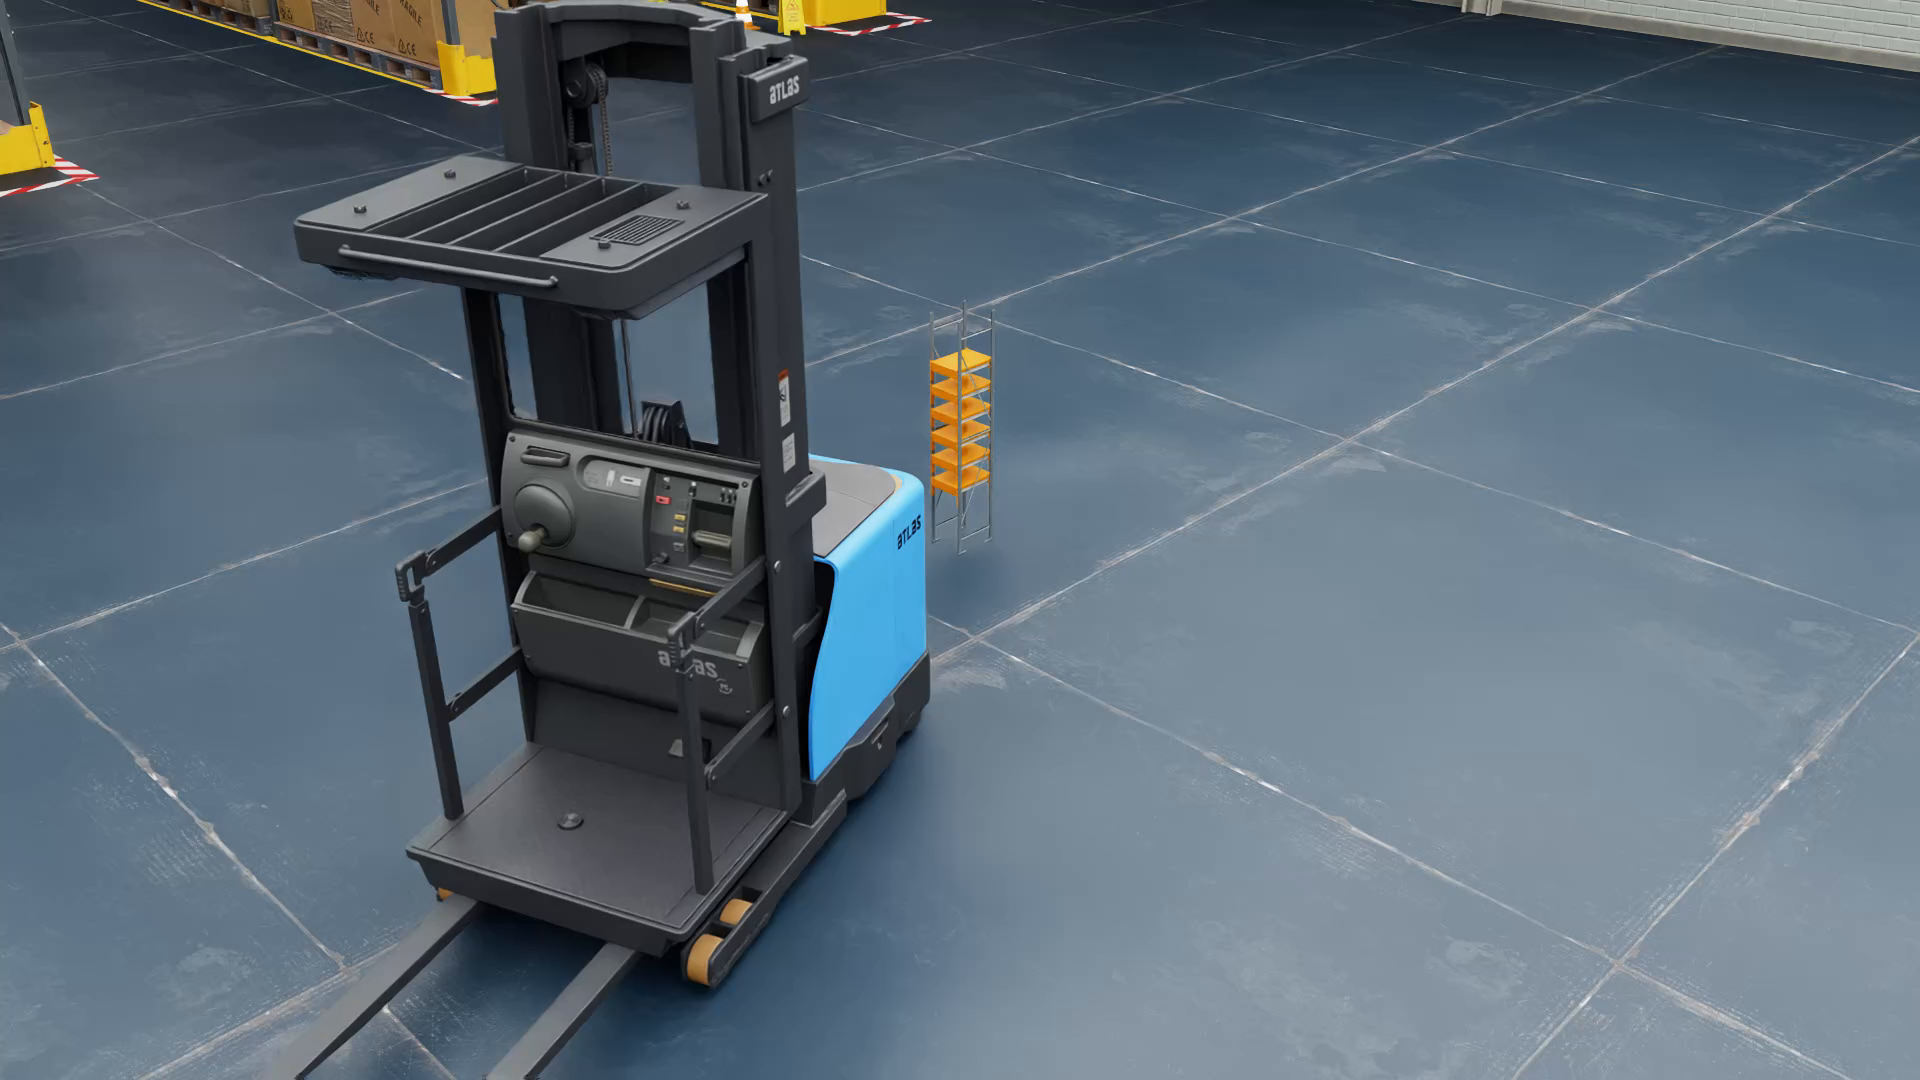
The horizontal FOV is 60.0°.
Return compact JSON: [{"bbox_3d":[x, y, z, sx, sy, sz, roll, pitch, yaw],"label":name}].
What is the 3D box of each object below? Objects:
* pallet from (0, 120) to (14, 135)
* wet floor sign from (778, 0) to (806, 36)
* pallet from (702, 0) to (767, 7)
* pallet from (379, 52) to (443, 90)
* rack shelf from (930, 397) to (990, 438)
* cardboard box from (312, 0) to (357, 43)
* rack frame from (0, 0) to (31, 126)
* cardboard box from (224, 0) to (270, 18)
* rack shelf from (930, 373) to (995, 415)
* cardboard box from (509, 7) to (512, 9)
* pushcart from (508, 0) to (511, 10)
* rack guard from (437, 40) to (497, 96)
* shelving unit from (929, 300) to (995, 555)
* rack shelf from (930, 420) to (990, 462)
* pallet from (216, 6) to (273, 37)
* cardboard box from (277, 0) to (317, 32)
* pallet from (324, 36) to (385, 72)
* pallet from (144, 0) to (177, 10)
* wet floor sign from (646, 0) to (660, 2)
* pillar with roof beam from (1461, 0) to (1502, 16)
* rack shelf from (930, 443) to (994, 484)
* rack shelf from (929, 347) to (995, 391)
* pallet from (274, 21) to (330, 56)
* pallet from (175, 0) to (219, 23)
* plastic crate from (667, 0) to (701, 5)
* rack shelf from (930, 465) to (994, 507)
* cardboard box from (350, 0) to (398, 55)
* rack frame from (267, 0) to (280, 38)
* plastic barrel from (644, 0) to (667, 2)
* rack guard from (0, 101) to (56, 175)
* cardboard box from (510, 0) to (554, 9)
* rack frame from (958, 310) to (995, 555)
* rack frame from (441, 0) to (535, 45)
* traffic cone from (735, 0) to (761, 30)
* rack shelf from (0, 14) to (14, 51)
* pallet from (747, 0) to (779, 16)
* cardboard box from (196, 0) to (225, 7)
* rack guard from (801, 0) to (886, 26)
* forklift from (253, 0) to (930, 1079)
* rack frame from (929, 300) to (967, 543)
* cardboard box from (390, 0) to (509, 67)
[{"bbox_3d":[-8.924,-3.493,14.666,1.213,0.211,1.003,25,36,38],"label":"pallet"},{"bbox_3d":[-1.982,-6.255,19.453,0.267,0.644,0.232,-13,30,-22],"label":"wet floor sign"},{"bbox_3d":[-2.842,-7.180,21.678,1.213,0.211,1.003,25,36,38],"label":"pallet"},{"bbox_3d":[-5.391,-5.039,17.607,1.213,0.211,1.003,25,36,38],"label":"pallet"},{"bbox_3d":[0.010,-0.593,7.927,0.180,0.103,0.258,25,36,38],"label":"rack shelf"},{"bbox_3d":[-6.573,-6.068,18.399,0.875,0.875,0.875,25,37,39],"label":"cardboard box"},{"bbox_3d":[-8.315,-4.426,13.444,0.127,3.000,1.000,25,36,38],"label":"rack frame"},{"bbox_3d":[-8.124,-6.707,19.748,0.750,0.750,1.050,24,36,38],"label":"cardboard box"},{"bbox_3d":[0.010,-0.699,7.871,0.180,0.103,0.258,25,36,38],"label":"rack shelf"},{"bbox_3d":[-5.101,-6.184,19.726,0.396,0.266,0.258,-18,33,-31],"label":"cardboard box"},{"bbox_3d":[-5.783,-7.086,21.321,0.936,0.377,1.648,12,30,22],"label":"pushcart"},{"bbox_3d":[-4.749,-4.925,17.078,0.348,0.500,1.175,25,36,38],"label":"rack guard"},{"bbox_3d":[0.010,-0.526,7.962,0.189,1.200,0.258,25,36,38],"label":"shelving unit"},{"bbox_3d":[0.010,-0.487,7.982,0.180,0.103,0.258,25,36,38],"label":"rack shelf"},{"bbox_3d":[-8.221,-6.336,20.074,1.213,0.211,1.003,25,36,38],"label":"pallet"},{"bbox_3d":[-7.219,-6.361,18.956,0.875,0.875,0.875,-25,36,-38],"label":"cardboard box"},{"bbox_3d":[-6.256,-5.437,18.364,1.213,0.211,1.003,25,36,38],"label":"pallet"},{"bbox_3d":[-9.961,-7.133,21.588,1.213,0.211,1.003,25,36,38],"label":"pallet"},{"bbox_3d":[-3.357,-5.644,18.291,0.232,0.644,0.267,18,33,30],"label":"wet floor sign"},{"bbox_3d":[3.506,-9.158,15.998,0.400,9.000,9.100,25,36,38],"label":"pillar with roof beam"},{"bbox_3d":[0.010,-0.381,8.038,0.180,0.103,0.258,25,36,38],"label":"rack shelf"},{"bbox_3d":[0.010,-0.806,7.815,0.180,0.103,0.258,25,36,38],"label":"rack shelf"},{"bbox_3d":[-7.131,-5.836,19.121,1.213,0.211,1.003,25,36,38],"label":"pallet"},{"bbox_3d":[-9.095,-6.735,20.831,1.213,0.211,1.003,25,36,38],"label":"pallet"},{"bbox_3d":[-3.675,-6.943,21.368,0.583,0.080,0.402,12,30,22],"label":"plastic crate"},{"bbox_3d":[0.010,-0.275,8.094,0.180,0.103,0.258,25,36,38],"label":"rack shelf"},{"bbox_3d":[-5.925,-5.770,17.832,0.875,0.875,0.875,24,36,38],"label":"cardboard box"},{"bbox_3d":[-7.618,-7.344,18.994,0.127,3.000,1.000,25,36,38],"label":"rack frame"},{"bbox_3d":[-3.902,-6.746,20.624,0.512,0.421,0.421,-3,28,-5],"label":"plastic barrel"},{"bbox_3d":[-8.369,-3.344,14.073,0.348,0.500,1.175,25,36,38],"label":"rack guard"},{"bbox_3d":[-5.067,-6.705,20.315,0.503,0.637,0.797,25,36,38],"label":"cardboard box"},{"bbox_3d":[0.076,-0.496,7.905,0.006,1.200,0.240,25,36,38],"label":"rack frame"},{"bbox_3d":[-4.766,-6.039,16.511,0.127,3.000,1.000,25,36,38],"label":"rack frame"},{"bbox_3d":[-2.578,-6.304,19.741,0.334,0.463,0.336,25,36,38],"label":"traffic cone"},{"bbox_3d":[-9.741,-4.760,14.852,4.000,0.370,1.077,25,36,38],"label":"rack shelf"},{"bbox_3d":[-1.976,-6.782,20.921,1.213,0.211,1.003,25,36,38],"label":"pallet"},{"bbox_3d":[-8.809,-7.023,20.349,0.750,0.750,1.050,25,36,38],"label":"cardboard box"},{"bbox_3d":[-1.422,-6.633,20.327,0.348,0.500,1.175,25,36,38],"label":"rack guard"},{"bbox_3d":[-1.169,-0.059,5.214,1.130,2.935,3.031,11,30,20],"label":"forklift"},{"bbox_3d":[-0.055,-0.556,8.019,0.006,1.200,0.240,25,36,38],"label":"rack frame"},{"bbox_3d":[-5.296,-5.484,17.287,0.875,0.875,0.875,25,37,39],"label":"cardboard box"}]
